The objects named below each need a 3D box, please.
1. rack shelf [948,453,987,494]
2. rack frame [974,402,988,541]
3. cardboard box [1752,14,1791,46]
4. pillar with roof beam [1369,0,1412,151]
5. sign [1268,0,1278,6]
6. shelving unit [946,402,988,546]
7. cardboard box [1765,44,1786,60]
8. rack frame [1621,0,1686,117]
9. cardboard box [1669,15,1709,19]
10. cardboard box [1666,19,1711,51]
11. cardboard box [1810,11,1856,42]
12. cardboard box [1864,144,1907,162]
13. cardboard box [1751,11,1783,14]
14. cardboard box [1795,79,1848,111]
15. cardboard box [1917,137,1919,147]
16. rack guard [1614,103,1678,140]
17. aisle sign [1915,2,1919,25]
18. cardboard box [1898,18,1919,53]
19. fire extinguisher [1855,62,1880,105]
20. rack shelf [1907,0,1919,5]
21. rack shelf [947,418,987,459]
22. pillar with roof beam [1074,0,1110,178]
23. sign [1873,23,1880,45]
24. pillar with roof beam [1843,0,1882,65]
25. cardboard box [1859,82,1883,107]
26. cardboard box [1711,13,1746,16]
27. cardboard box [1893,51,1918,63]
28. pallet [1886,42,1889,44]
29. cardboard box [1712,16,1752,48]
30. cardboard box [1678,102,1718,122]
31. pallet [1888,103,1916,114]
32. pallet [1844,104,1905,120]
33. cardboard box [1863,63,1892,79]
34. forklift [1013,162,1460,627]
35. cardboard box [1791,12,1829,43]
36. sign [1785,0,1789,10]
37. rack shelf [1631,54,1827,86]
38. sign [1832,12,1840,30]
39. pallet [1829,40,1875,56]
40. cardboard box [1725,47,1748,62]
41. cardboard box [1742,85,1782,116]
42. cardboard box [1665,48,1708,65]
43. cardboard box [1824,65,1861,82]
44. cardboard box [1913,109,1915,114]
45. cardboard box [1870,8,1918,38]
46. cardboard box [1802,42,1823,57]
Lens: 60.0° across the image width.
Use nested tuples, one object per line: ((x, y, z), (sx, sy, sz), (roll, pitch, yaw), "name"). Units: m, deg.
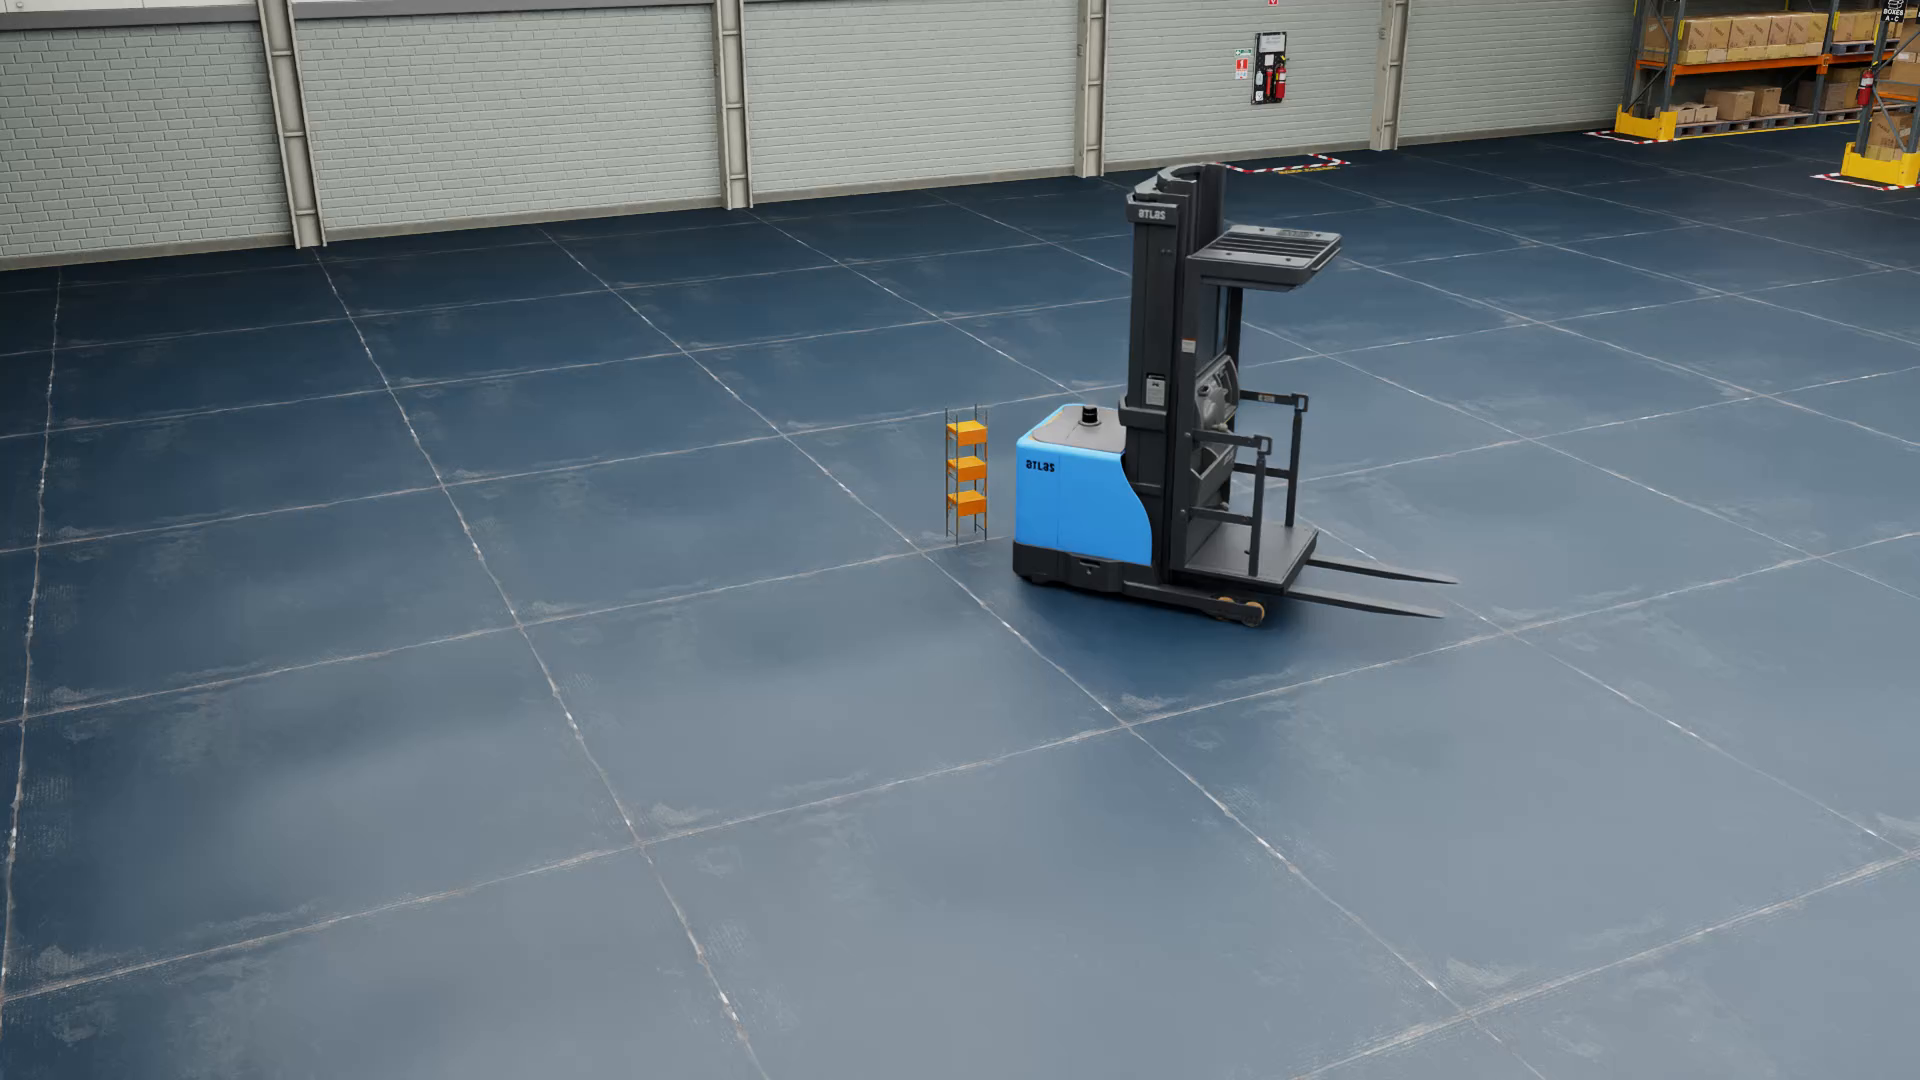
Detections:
((0.048, -0.484, 12.575), (0.240, 0.259, 0.215), (-10, 25, -24), "rack shelf")
((0.158, -0.514, 12.620), (0.008, 1.050, 0.200), (-10, 25, -24), "rack frame")
((15.061, -9.509, 30.989), (0.500, 0.500, 0.500), (-11, 25, -25), "cardboard box")
((9.371, -9.616, 24.214), (0.400, 9.000, 9.100), (-10, 25, -24), "pillar with roof beam")
((5.210, -9.035, 27.623), (0.199, 0.298, 0.001), (-10, 25, -24), "sign")
((0.048, -0.494, 12.571), (0.252, 1.050, 0.215), (-10, 25, -24), "shelving unit")
((15.065, -9.160, 31.128), (0.500, 0.250, 0.500), (-11, 25, -24), "cardboard box")
((12.655, -8.908, 30.349), (0.127, 3.000, 1.000), (-10, 25, -24), "rack frame")
((13.445, -9.426, 30.790), (0.500, 0.500, 0.500), (-10, 25, -23), "cardboard box")
((13.215, -9.171, 30.172), (0.500, 0.500, 0.500), (-10, 25, -24), "cardboard box")
((16.732, -9.894, 32.024), (0.500, 0.500, 0.700), (-10, 25, -23), "cardboard box")
((15.162, -6.316, 27.133), (0.500, 0.250, 0.500), (-10, 25, -24), "cardboard box")
((15.277, -9.768, 31.615), (0.500, 0.500, 0.500), (-11, 25, -24), "cardboard box")
((16.915, -8.748, 32.655), (0.500, 0.500, 0.700), (-10, 24, -22), "cardboard box")
((15.836, -6.568, 26.760), (0.500, 0.500, 0.500), (-10, 25, -24), "cardboard box")
((12.723, -7.766, 30.858), (0.348, 0.500, 1.175), (-10, 25, -24), "rack guard")
((14.880, -8.287, 25.448), (0.004, 0.787, 0.394), (-10, 25, -24), "aisle sign")
((15.280, -7.929, 26.157), (0.500, 0.500, 0.700), (-10, 25, -23), "cardboard box")
((14.498, -7.307, 26.581), (0.183, 0.674, 0.296), (-10, 25, -24), "fire extinguisher")
((16.609, -8.587, 26.592), (4.000, 0.370, 1.077), (-10, 25, -24), "rack shelf")
((0.048, -0.746, 12.466), (0.240, 0.259, 0.215), (-10, 25, -24), "rack shelf")
((3.965, -8.620, 21.810), (0.400, 9.000, 9.100), (-10, 25, -24), "pillar with roof beam")
((14.584, -8.036, 26.417), (0.005, 0.325, 0.100), (-10, 25, -24), "sign")
((20.184, -11.606, 29.023), (0.400, 9.000, 9.100), (-10, 25, -24), "pillar with roof beam")
((17.836, -8.922, 33.075), (0.500, 0.500, 0.700), (-10, 25, -23), "cardboard box")
((14.363, -9.597, 31.203), (0.500, 0.500, 0.500), (-10, 25, -23), "cardboard box")
((15.068, -7.677, 26.395), (0.250, 0.149, 0.380), (-11, 25, -25), "cardboard box")
((19.267, -9.992, 33.217), (1.003, 0.211, 1.213), (-10, 25, -24), "pallet")
((14.133, -9.333, 30.563), (0.500, 0.500, 0.500), (-11, 25, -25), "cardboard box")
((13.831, -8.048, 31.210), (0.500, 0.311, 0.500), (-8, 24, -19), "cardboard box")
((19.158, -8.818, 33.776), (1.213, 0.211, 1.003), (-10, 25, -24), "pallet")
((18.061, -8.617, 33.291), (1.213, 0.211, 1.003), (-10, 25, -24), "pallet")
((18.235, -9.333, 33.087), (0.500, 0.250, 0.500), (-11, 25, -24), "cardboard box")
((1.942, -0.996, 11.324), (3.031, 2.935, 1.130), (10, 24, 23), "forklift")
((15.967, -9.673, 31.387), (0.500, 0.500, 0.500), (-10, 25, -24), "cardboard box")
((16.015, -10.298, 32.191), (0.005, 0.325, 0.100), (-10, 25, -24), "sign")
((14.457, -8.908, 31.288), (4.000, 0.370, 1.077), (-10, 25, -24), "rack shelf")
((16.501, -9.786, 31.338), (0.005, 0.325, 0.100), (-10, 25, -24), "sign")
((17.011, -9.560, 32.174), (1.213, 0.211, 1.003), (-10, 25, -24), "pallet")
((14.155, -8.993, 30.724), (0.500, 0.250, 0.500), (-11, 25, -24), "cardboard box")
((15.341, -8.434, 31.897), (0.500, 0.500, 0.500), (-12, 26, -28), "cardboard box")
((13.232, -8.820, 30.305), (0.500, 0.250, 0.500), (-11, 25, -25), "cardboard box")
((17.310, -9.169, 32.691), (0.500, 0.250, 0.500), (-11, 25, -25), "cardboard box")
((16.055, -6.834, 27.404), (0.500, 0.500, 0.500), (-10, 25, -24), "cardboard box")
((18.331, -10.189, 32.737), (0.500, 0.500, 0.700), (-10, 25, -24), "cardboard box")
((15.964, -9.329, 31.535), (0.500, 0.250, 0.500), (-10, 25, -23), "cardboard box")
